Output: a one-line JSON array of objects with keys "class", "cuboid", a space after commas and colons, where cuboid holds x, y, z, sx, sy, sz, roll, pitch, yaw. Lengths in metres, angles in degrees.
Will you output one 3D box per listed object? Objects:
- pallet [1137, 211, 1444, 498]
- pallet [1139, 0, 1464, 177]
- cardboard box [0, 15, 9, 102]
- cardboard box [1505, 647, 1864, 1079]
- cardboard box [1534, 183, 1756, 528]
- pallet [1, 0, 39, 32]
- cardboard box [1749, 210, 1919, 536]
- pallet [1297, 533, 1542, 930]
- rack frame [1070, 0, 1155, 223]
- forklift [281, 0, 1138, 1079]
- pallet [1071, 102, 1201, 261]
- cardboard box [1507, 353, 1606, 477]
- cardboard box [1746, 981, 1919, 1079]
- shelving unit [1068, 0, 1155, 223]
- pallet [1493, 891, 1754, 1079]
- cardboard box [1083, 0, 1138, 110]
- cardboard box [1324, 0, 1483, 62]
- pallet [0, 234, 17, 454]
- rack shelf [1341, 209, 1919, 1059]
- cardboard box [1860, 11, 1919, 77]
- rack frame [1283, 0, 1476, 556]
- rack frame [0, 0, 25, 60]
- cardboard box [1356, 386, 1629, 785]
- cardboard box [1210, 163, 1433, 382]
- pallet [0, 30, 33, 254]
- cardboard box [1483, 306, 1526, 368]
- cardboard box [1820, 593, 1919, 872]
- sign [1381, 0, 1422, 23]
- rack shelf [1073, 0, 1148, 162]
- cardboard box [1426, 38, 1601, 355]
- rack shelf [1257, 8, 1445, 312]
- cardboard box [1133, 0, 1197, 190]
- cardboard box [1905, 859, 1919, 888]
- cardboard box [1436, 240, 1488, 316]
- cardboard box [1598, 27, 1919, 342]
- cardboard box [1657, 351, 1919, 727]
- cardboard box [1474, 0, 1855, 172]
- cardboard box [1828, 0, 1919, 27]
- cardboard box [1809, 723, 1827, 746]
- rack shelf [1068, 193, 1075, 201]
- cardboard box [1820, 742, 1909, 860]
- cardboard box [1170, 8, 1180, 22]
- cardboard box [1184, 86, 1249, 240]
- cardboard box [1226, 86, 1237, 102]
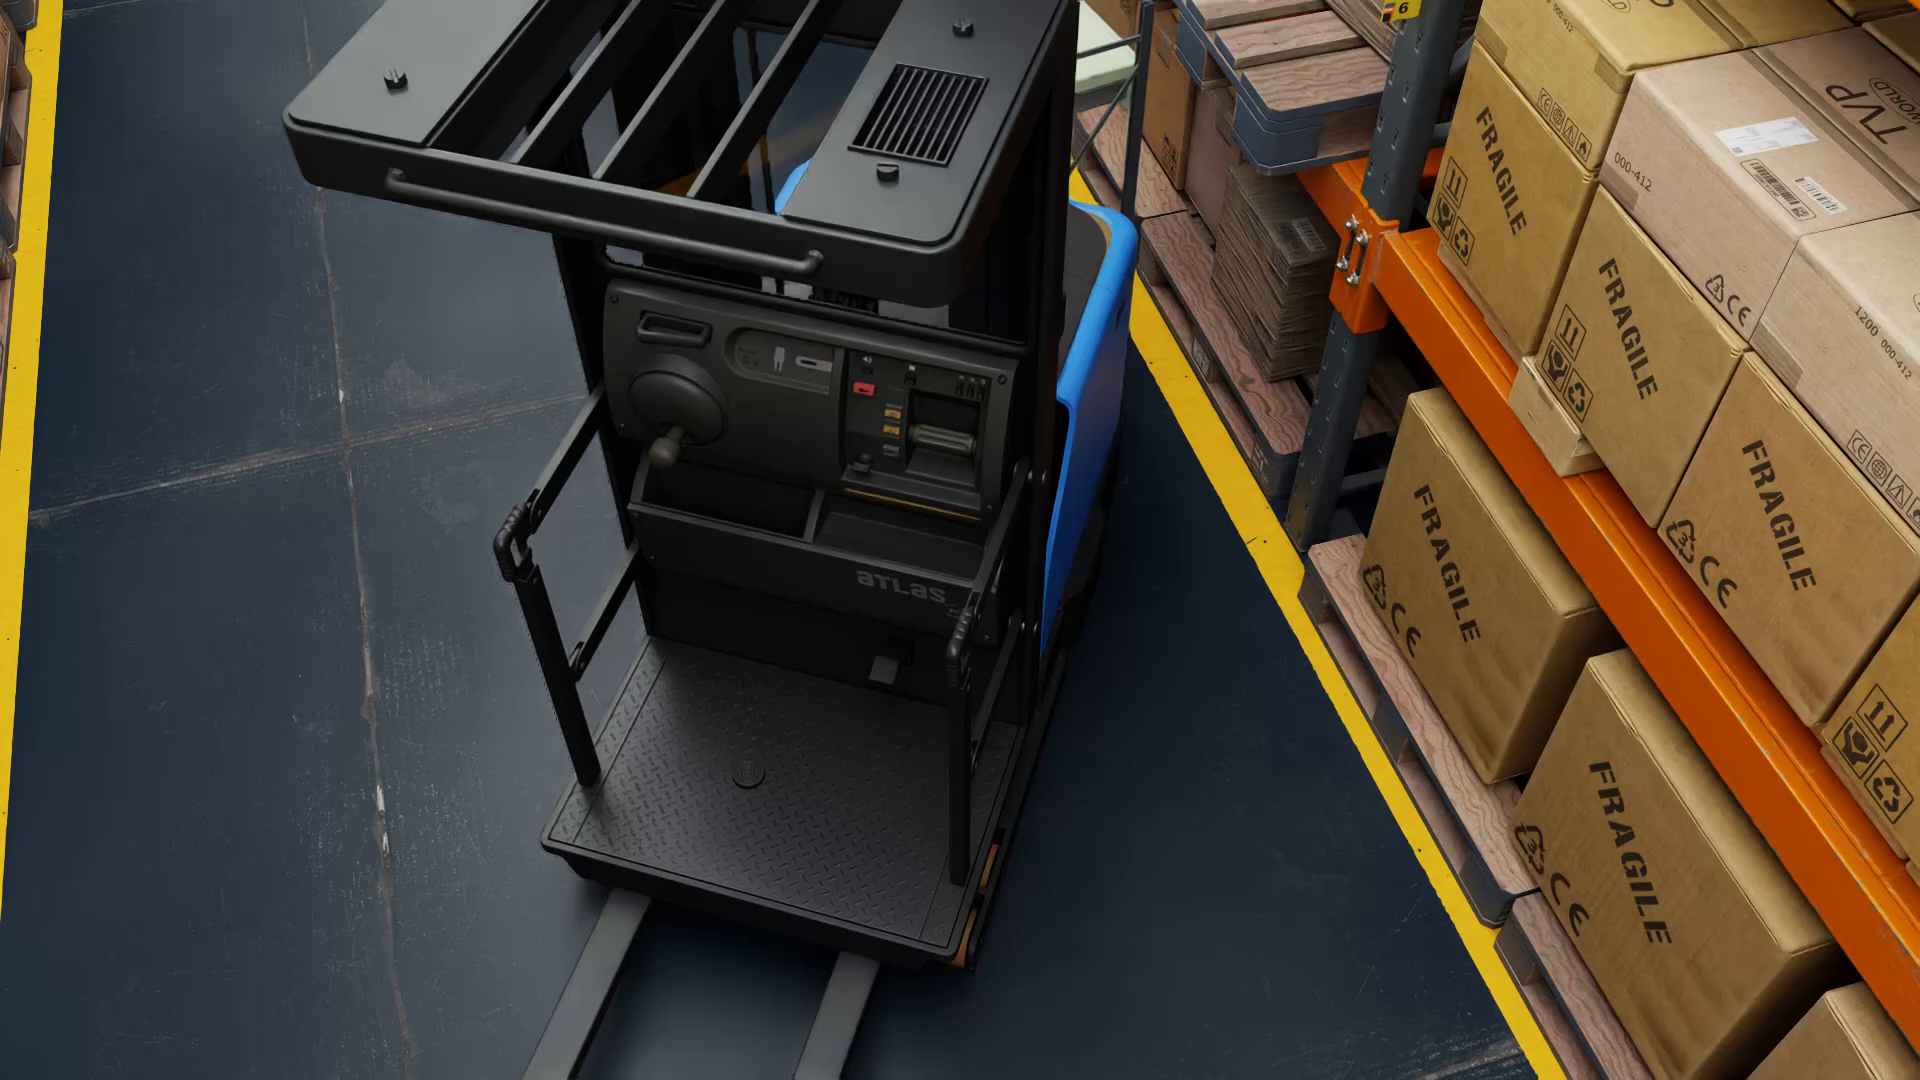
[{"class": "pallet", "cuboid": [1.293, -0.749, 5.744, 1.003, 0.211, 1.213, -13, 51, -11]}, {"class": "pallet", "cuboid": [1.210, -1.512, 4.688, 1.213, 0.211, 1.003, -13, 51, -11]}, {"class": "cardboard box", "cuboid": [-3.992, -1.888, 6.403, 0.500, 0.250, 0.500, -14, 51, -11]}, {"class": "cardboard box", "cuboid": [1.868, 0.688, 3.839, 0.750, 0.750, 0.750, -14, 51, -11]}, {"class": "cardboard box", "cuboid": [1.568, -0.414, 3.364, 0.500, 0.500, 0.500, -12, 51, -10]}, {"class": "pallet", "cuboid": [-4.587, -2.567, 7.276, 1.003, 0.211, 1.213, -13, 51, -11]}, {"class": "cardboard box", "cuboid": [1.722, -0.307, 2.783, 0.500, 0.250, 0.500, -13, 51, -11]}, {"class": "pallet", "cuboid": [1.684, 0.415, 4.762, 1.003, 0.211, 1.213, -13, 51, -11]}, {"class": "rack frame", "cuboid": [0.347, -0.914, 5.039, 0.400, 1.500, 0.023, -21, 53, -17]}, {"class": "forklift", "cuboid": [-0.400, -0.190, 3.493, 1.130, 2.935, 3.031, 13, 51, 11]}, {"class": "pallet", "cuboid": [0.936, -1.639, 6.494, 1.003, 0.211, 1.213, -13, 51, -11]}, {"class": "cardboard box", "cuboid": [1.463, -0.311, 3.701, 0.380, 0.149, 0.250, -12, 51, -10]}, {"class": "cardboard box", "cuboid": [2.123, 1.308, 3.317, 0.750, 0.750, 0.750, -12, 51, -10]}, {"class": "shelving unit", "cuboid": [0.183, -1.164, 5.250, 0.431, 1.500, 0.755, -21, 53, -17]}, {"class": "pallet", "cuboid": [2.041, 1.304, 4.013, 1.003, 0.211, 1.213, -13, 51, -11]}, {"class": "cardboard box", "cuboid": [0.886, -2.053, 6.366, 0.700, 0.500, 0.500, -13, 51, -11]}, {"class": "cardboard box", "cuboid": [1.374, -1.592, 4.277, 0.700, 0.500, 0.500, -19, 52, -15]}, {"class": "pallet", "cuboid": [-3.772, -0.555, 5.580, 1.003, 0.211, 1.213, -13, 51, -11]}, {"class": "rack shelf", "cuboid": [2.114, 0.616, 3.240, 1.077, 0.370, 4.000, -13, 51, -11]}, {"class": "cardboard box", "cuboid": [2.054, -0.802, 3.200, 0.500, 0.250, 0.500, -15, 51, -12]}, {"class": "rack frame", "cuboid": [1.523, -1.077, 4.196, 1.000, 3.000, 0.127, -13, 51, -11]}, {"class": "rack frame", "cuboid": [-4.391, -2.876, 5.712, 1.000, 3.000, 0.127, -13, 51, -11]}, {"class": "cardboard box", "cuboid": [1.615, 0.047, 4.380, 0.750, 0.750, 0.750, -14, 51, -11]}, {"class": "cardboard box", "cuboid": [1.260, -0.927, 5.417, 0.700, 0.500, 0.500, -13, 51, -10]}, {"class": "pallet", "cuboid": [-4.136, -1.448, 6.332, 1.003, 0.211, 1.213, -13, 51, -11]}, {"class": "cardboard box", "cuboid": [1.465, -0.524, 3.881, 0.380, 0.149, 0.250, -13, 51, -10]}, {"class": "cardboard box", "cuboid": [1.875, 0.327, 2.740, 0.500, 0.500, 0.500, -12, 51, -10]}, {"class": "sign", "cuboid": [1.007, -1.295, 3.674, 0.100, 0.325, 0.005, -13, 51, -11]}, {"class": "rack shelf", "cuboid": [0.183, -1.416, 4.952, 0.431, 0.370, 0.720, -21, 53, -17]}, {"class": "cardboard box", "cuboid": [1.422, -0.799, 3.689, 0.500, 0.500, 0.500, -12, 51, -10]}, {"class": "rack shelf", "cuboid": [0.931, -2.306, 5.703, 1.077, 0.370, 4.000, -13, 51, -11]}, {"class": "cardboard box", "cuboid": [1.045, -1.686, 6.057, 0.700, 0.500, 0.500, -14, 51, -11]}, {"class": "cardboard box", "cuboid": [1.934, 0.602, 2.932, 0.380, 0.149, 0.250, -12, 51, -10]}, {"class": "cardboard box", "cuboid": [1.399, -0.710, 4.038, 0.380, 0.149, 0.250, -14, 51, -12]}, {"class": "cardboard box", "cuboid": [1.570, -0.671, 3.090, 0.500, 0.250, 0.500, -14, 51, -11]}, {"class": "cardboard box", "cuboid": [1.713, -0.052, 3.059, 0.500, 0.500, 0.500, -14, 51, -11]}, {"class": "cardboard box", "cuboid": [1.419, -1.042, 3.403, 0.500, 0.250, 0.500, -12, 51, -10]}, {"class": "cardboard box", "cuboid": [1.904, -1.181, 3.520, 0.500, 0.250, 0.500, -12, 51, -10]}, {"class": "cardboard box", "cuboid": [1.806, 0.224, 3.251, 0.380, 0.149, 0.250, -13, 51, -10]}, {"class": "rack shelf", "cuboid": [0.183, -0.954, 5.500, 0.431, 0.370, 0.720, -21, 53, -17]}, {"class": "cardboard box", "cuboid": [1.863, 0.408, 3.095, 0.380, 0.149, 0.250, -13, 51, -11]}, {"class": "cardboard box", "cuboid": [0.994, -1.974, 5.809, 0.500, 0.250, 0.500, -14, 51, -11]}, {"class": "cardboard box", "cuboid": [1.219, -1.330, 5.756, 0.700, 0.500, 0.500, -13, 51, -11]}, {"class": "cardboard box", "cuboid": [1.151, -1.599, 5.493, 0.500, 0.250, 0.500, -12, 51, -10]}]
